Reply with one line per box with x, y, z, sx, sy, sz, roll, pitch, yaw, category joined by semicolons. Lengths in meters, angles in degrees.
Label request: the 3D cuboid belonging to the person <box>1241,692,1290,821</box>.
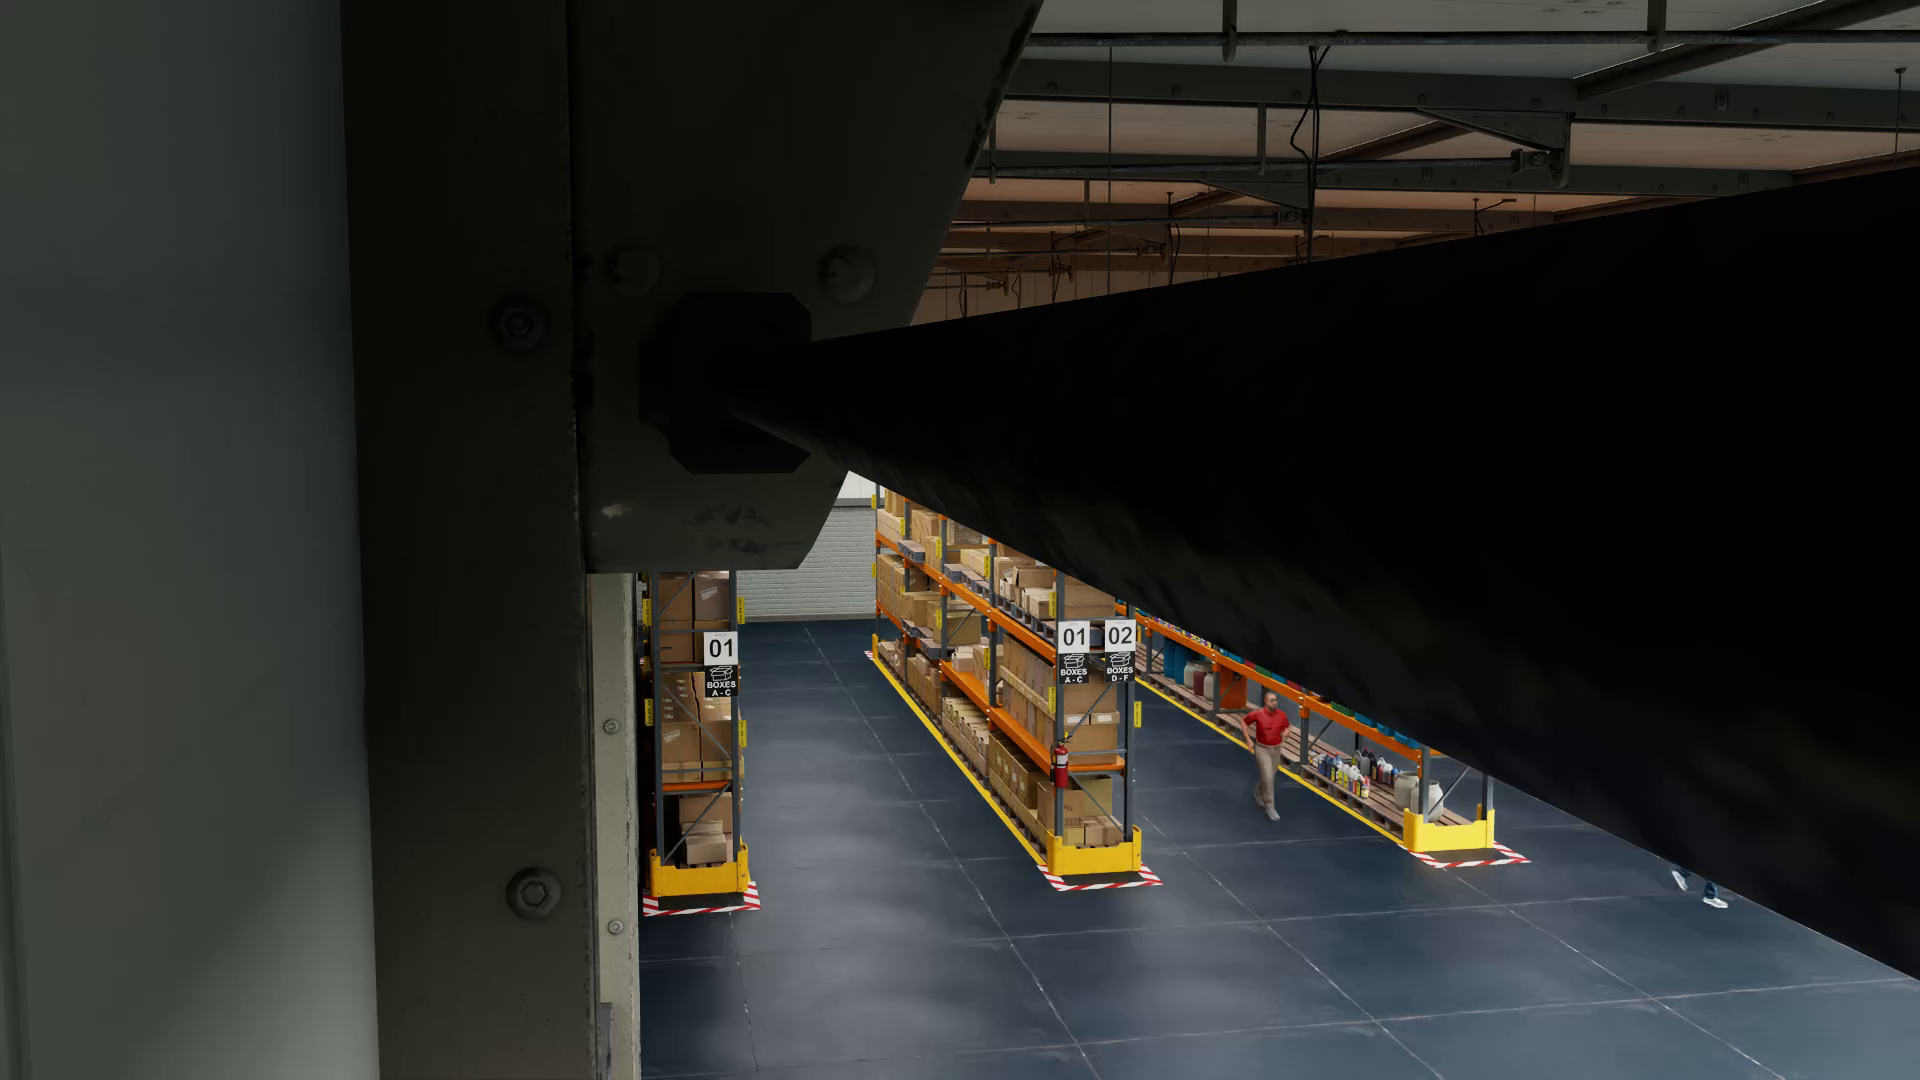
4.400;3.028;23.663;0.665;1.746;0.866;-2;6;-22;person

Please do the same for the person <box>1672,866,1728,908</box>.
8.796;3.542;19.705;0.616;1.582;0.535;3;7;29;person
